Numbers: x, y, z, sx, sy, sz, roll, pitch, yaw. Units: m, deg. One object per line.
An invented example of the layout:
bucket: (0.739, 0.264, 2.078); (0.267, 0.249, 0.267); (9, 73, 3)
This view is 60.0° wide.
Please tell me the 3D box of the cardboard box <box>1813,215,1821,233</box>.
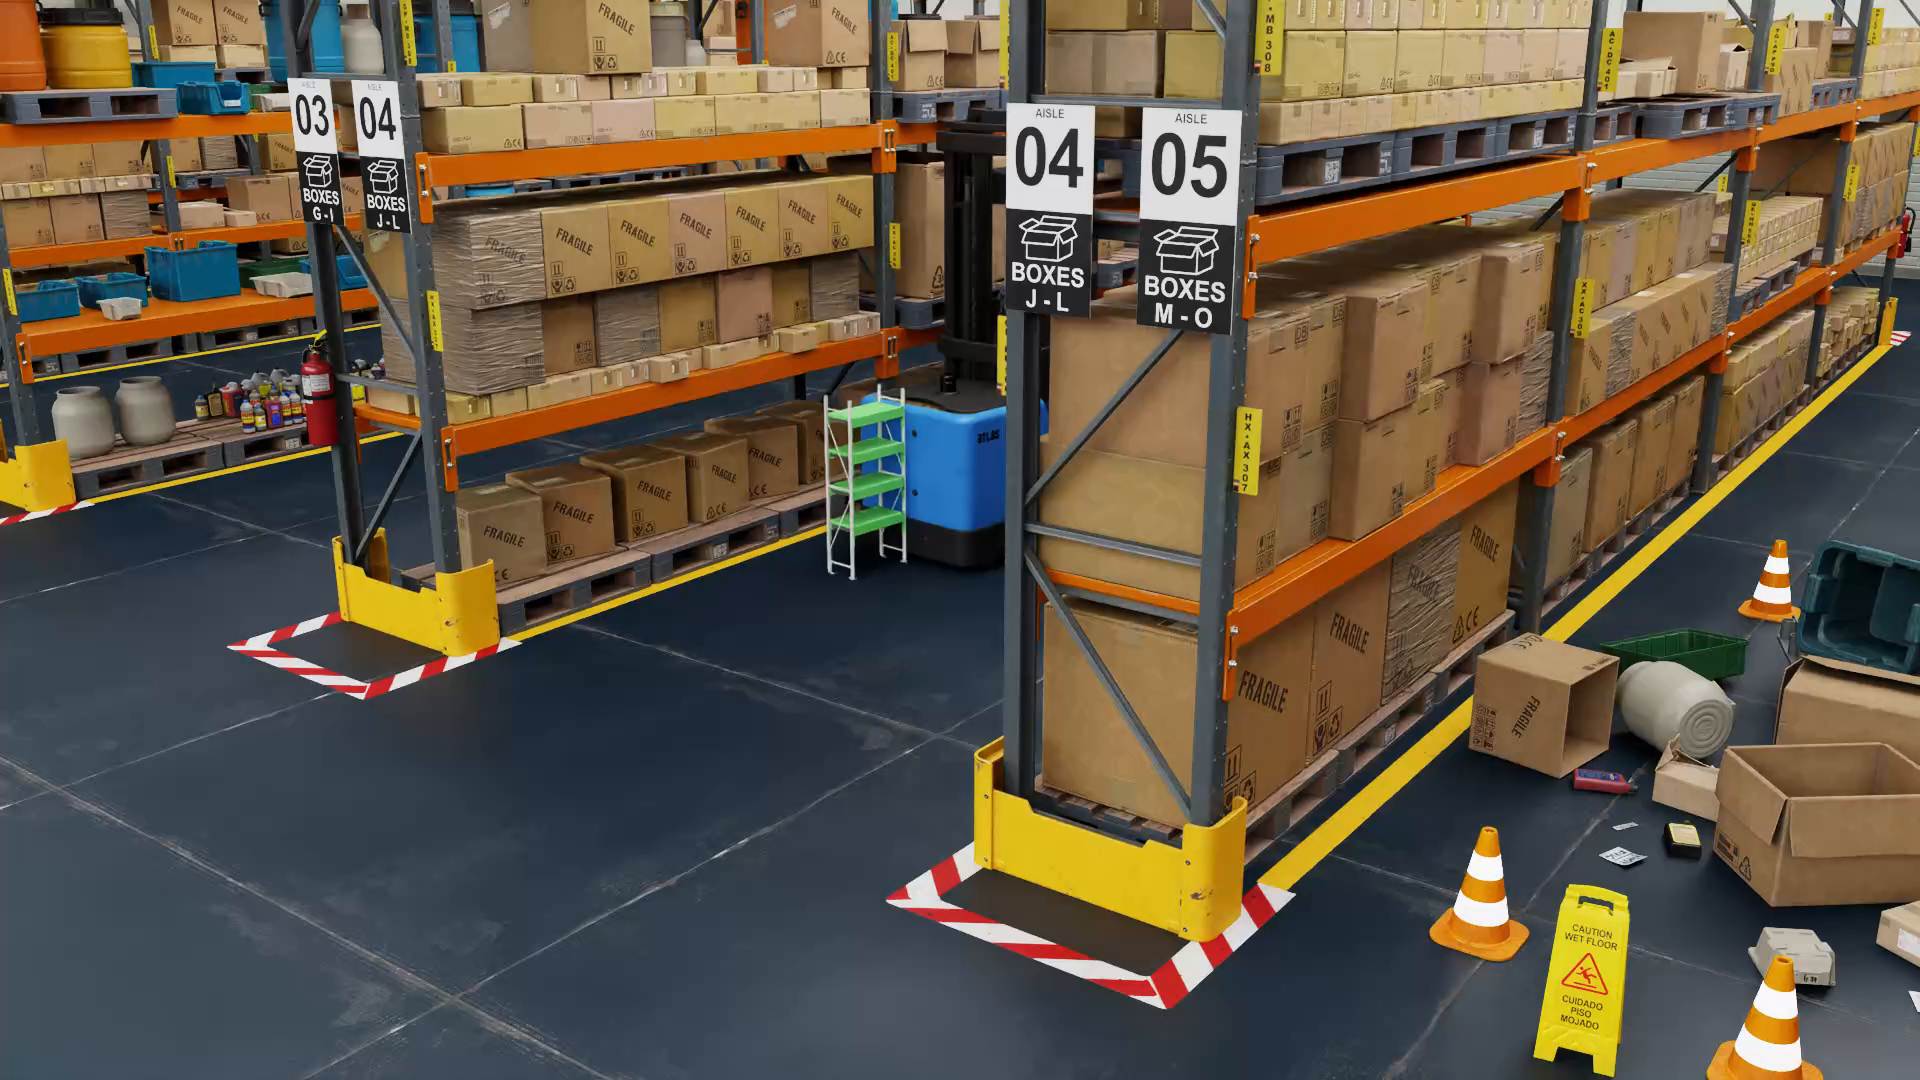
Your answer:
cardboard box: (7.693, -2.928, 15.329); (0.380, 0.149, 0.250); (13, 22, 36)

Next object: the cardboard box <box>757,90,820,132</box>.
cardboard box: (-1.300, -2.914, 11.264); (0.500, 0.250, 0.500); (13, 22, 36)

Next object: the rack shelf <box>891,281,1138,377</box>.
rack shelf: (0.273, -1.963, 14.220); (1.077, 0.370, 4.000); (12, 21, 35)

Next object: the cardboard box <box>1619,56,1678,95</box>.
cardboard box: (4.290, -2.955, 10.492); (0.396, 0.266, 0.258); (12, 21, 35)

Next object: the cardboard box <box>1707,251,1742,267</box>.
cardboard box: (5.837, -2.185, 12.935); (0.380, 0.149, 0.250); (14, 22, 37)

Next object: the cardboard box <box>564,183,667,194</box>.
cardboard box: (-2.275, -2.076, 11.014); (0.500, 0.500, 0.500); (12, 21, 35)

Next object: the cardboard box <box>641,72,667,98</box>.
cardboard box: (-2.039, -2.825, 10.305); (0.380, 0.149, 0.250); (12, 21, 34)

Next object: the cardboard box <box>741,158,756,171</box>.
cardboard box: (-3.281, -5.731, 24.971); (0.500, 0.500, 0.500); (13, 21, 36)

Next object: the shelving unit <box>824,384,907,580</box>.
shelving unit: (-0.619, -0.387, 10.967); (0.258, 1.200, 0.503); (15, 23, 40)

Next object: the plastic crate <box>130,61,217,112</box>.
plastic crate: (-6.385, -3.685, 13.521); (0.392, 0.384, 0.575); (12, 21, 35)

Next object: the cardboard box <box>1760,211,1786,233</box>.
cardboard box: (6.752, -2.695, 14.077); (0.380, 0.149, 0.250); (12, 21, 34)

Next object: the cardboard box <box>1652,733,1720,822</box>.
cardboard box: (3.459, 1.111, 7.719); (0.258, 0.266, 0.396); (-16, 23, -41)

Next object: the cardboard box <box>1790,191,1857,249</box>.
cardboard box: (8.269, -3.098, 15.993); (0.500, 0.500, 0.500); (12, 21, 34)

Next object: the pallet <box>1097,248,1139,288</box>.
pallet: (1.126, -2.503, 15.069); (1.213, 0.211, 1.003); (12, 21, 35)

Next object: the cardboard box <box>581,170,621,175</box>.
cardboard box: (-5.109, -5.304, 22.888); (0.700, 0.500, 0.500); (7, 19, 21)

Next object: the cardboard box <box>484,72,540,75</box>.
cardboard box: (-2.685, -2.777, 10.150); (0.380, 0.149, 0.250); (13, 21, 35)

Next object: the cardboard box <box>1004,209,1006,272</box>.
cardboard box: (0.040, -2.509, 13.884); (0.797, 0.503, 0.637); (15, 23, 40)

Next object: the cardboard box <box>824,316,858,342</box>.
cardboard box: (-0.967, -1.549, 12.098); (0.380, 0.149, 0.250); (12, 21, 35)

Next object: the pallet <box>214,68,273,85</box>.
pallet: (-8.357, -5.135, 18.487); (0.805, 0.209, 1.217); (11, 21, 33)

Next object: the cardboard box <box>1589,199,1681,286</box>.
cardboard box: (4.508, -2.059, 11.462); (0.700, 0.500, 0.500); (12, 21, 34)

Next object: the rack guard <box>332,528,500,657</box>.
rack guard: (-3.257, 0.298, 9.941); (1.175, 0.500, 0.348); (12, 21, 35)

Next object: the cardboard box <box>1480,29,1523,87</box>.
cardboard box: (2.316, -2.279, 7.842); (0.500, 0.250, 0.500); (12, 21, 34)

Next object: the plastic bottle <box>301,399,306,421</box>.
plastic bottle: (-5.626, -1.132, 14.309); (0.097, 0.201, 0.097); (0, 17, 0)

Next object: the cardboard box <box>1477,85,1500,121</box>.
cardboard box: (2.287, -2.044, 7.756); (0.380, 0.149, 0.250); (12, 21, 34)

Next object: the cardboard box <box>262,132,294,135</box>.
cardboard box: (-9.975, -6.036, 24.154); (0.500, 0.250, 0.500); (13, 22, 36)

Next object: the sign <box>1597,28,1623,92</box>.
sign: (3.451, -2.549, 8.832); (0.100, 0.325, 0.005); (12, 21, 35)

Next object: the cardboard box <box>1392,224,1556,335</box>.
cardboard box: (2.757, -1.435, 9.234); (0.875, 0.550, 0.550); (12, 21, 35)

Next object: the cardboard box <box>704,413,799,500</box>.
cardboard box: (-1.524, -0.611, 12.160); (0.500, 0.500, 0.500); (-12, 21, -33)

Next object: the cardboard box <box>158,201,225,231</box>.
cardboard box: (-8.614, -3.635, 18.644); (0.500, 0.250, 0.500); (14, 22, 38)

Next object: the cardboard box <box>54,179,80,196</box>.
cardboard box: (-9.321, -3.652, 17.185); (0.380, 0.149, 0.250); (12, 21, 35)

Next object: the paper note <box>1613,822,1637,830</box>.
paper note: (3.019, 1.299, 7.545); (0.123, 0.001, 0.032); (-7, 19, -22)

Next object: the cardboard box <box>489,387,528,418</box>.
cardboard box: (-2.776, -0.839, 9.813); (0.380, 0.149, 0.250); (12, 21, 35)

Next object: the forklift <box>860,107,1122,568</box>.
forklift: (0.669, -1.580, 11.889); (1.130, 2.935, 3.031); (15, 23, 40)

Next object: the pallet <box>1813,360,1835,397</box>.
pallet: (8.143, -1.670, 16.764); (1.003, 0.211, 1.213); (12, 21, 35)

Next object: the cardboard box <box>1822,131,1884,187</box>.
cardboard box: (8.857, -3.808, 16.591); (0.500, 0.500, 0.500); (13, 21, 36)

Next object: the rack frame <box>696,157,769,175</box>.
rack frame: (-2.513, -3.658, 18.466); (1.000, 3.000, 0.127); (12, 21, 35)

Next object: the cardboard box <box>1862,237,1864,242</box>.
cardboard box: (9.204, -3.183, 17.359); (0.380, 0.149, 0.250); (13, 21, 36)

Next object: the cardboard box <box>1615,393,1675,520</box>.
cardboard box: (4.434, -0.671, 11.931); (1.050, 0.750, 0.750); (13, 21, 36)

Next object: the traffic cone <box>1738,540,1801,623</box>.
traffic cone: (5.016, 0.229, 10.225); (0.336, 0.463, 0.334); (12, 21, 35)

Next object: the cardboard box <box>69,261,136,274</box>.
cardboard box: (-9.400, -2.772, 18.276); (0.500, 0.500, 0.500); (12, 21, 35)

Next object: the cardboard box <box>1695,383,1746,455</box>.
cardboard box: (6.014, -1.013, 13.453); (0.500, 0.500, 0.500); (11, 21, 32)

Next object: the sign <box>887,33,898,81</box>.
sign: (-0.478, -3.416, 11.755); (0.100, 0.325, 0.005); (12, 21, 35)

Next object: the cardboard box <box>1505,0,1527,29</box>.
cardboard box: (2.440, -2.486, 7.837); (0.380, 0.149, 0.250); (13, 21, 35)

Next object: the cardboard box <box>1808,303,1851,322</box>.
cardboard box: (9.094, -2.371, 17.418); (0.380, 0.149, 0.250); (13, 21, 35)

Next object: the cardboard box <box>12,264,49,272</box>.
cardboard box: (-12.428, -3.651, 21.915); (0.700, 0.500, 0.500); (13, 22, 37)

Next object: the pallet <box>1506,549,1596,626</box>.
pallet: (3.404, 0.205, 10.728); (1.003, 0.211, 1.213); (12, 21, 35)

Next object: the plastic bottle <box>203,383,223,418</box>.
plastic bottle: (-6.483, -1.212, 14.426); (0.061, 0.283, 0.133); (13, 22, 36)

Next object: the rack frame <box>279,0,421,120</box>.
rack frame: (-3.302, -3.743, 8.622); (1.000, 3.000, 0.127); (12, 21, 35)

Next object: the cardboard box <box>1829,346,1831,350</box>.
cardboard box: (8.622, -1.905, 16.920); (0.380, 0.149, 0.250); (12, 21, 34)

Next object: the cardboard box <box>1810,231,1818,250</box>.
cardboard box: (7.693, -2.786, 15.373); (0.380, 0.149, 0.250); (12, 21, 33)

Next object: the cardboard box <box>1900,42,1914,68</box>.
cardboard box: (9.473, -4.989, 17.104); (0.500, 0.250, 0.500); (13, 21, 35)

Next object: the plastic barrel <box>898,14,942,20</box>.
plastic barrel: (-0.511, -6.081, 20.183); (0.600, 0.588, 0.600); (0, 17, 0)
